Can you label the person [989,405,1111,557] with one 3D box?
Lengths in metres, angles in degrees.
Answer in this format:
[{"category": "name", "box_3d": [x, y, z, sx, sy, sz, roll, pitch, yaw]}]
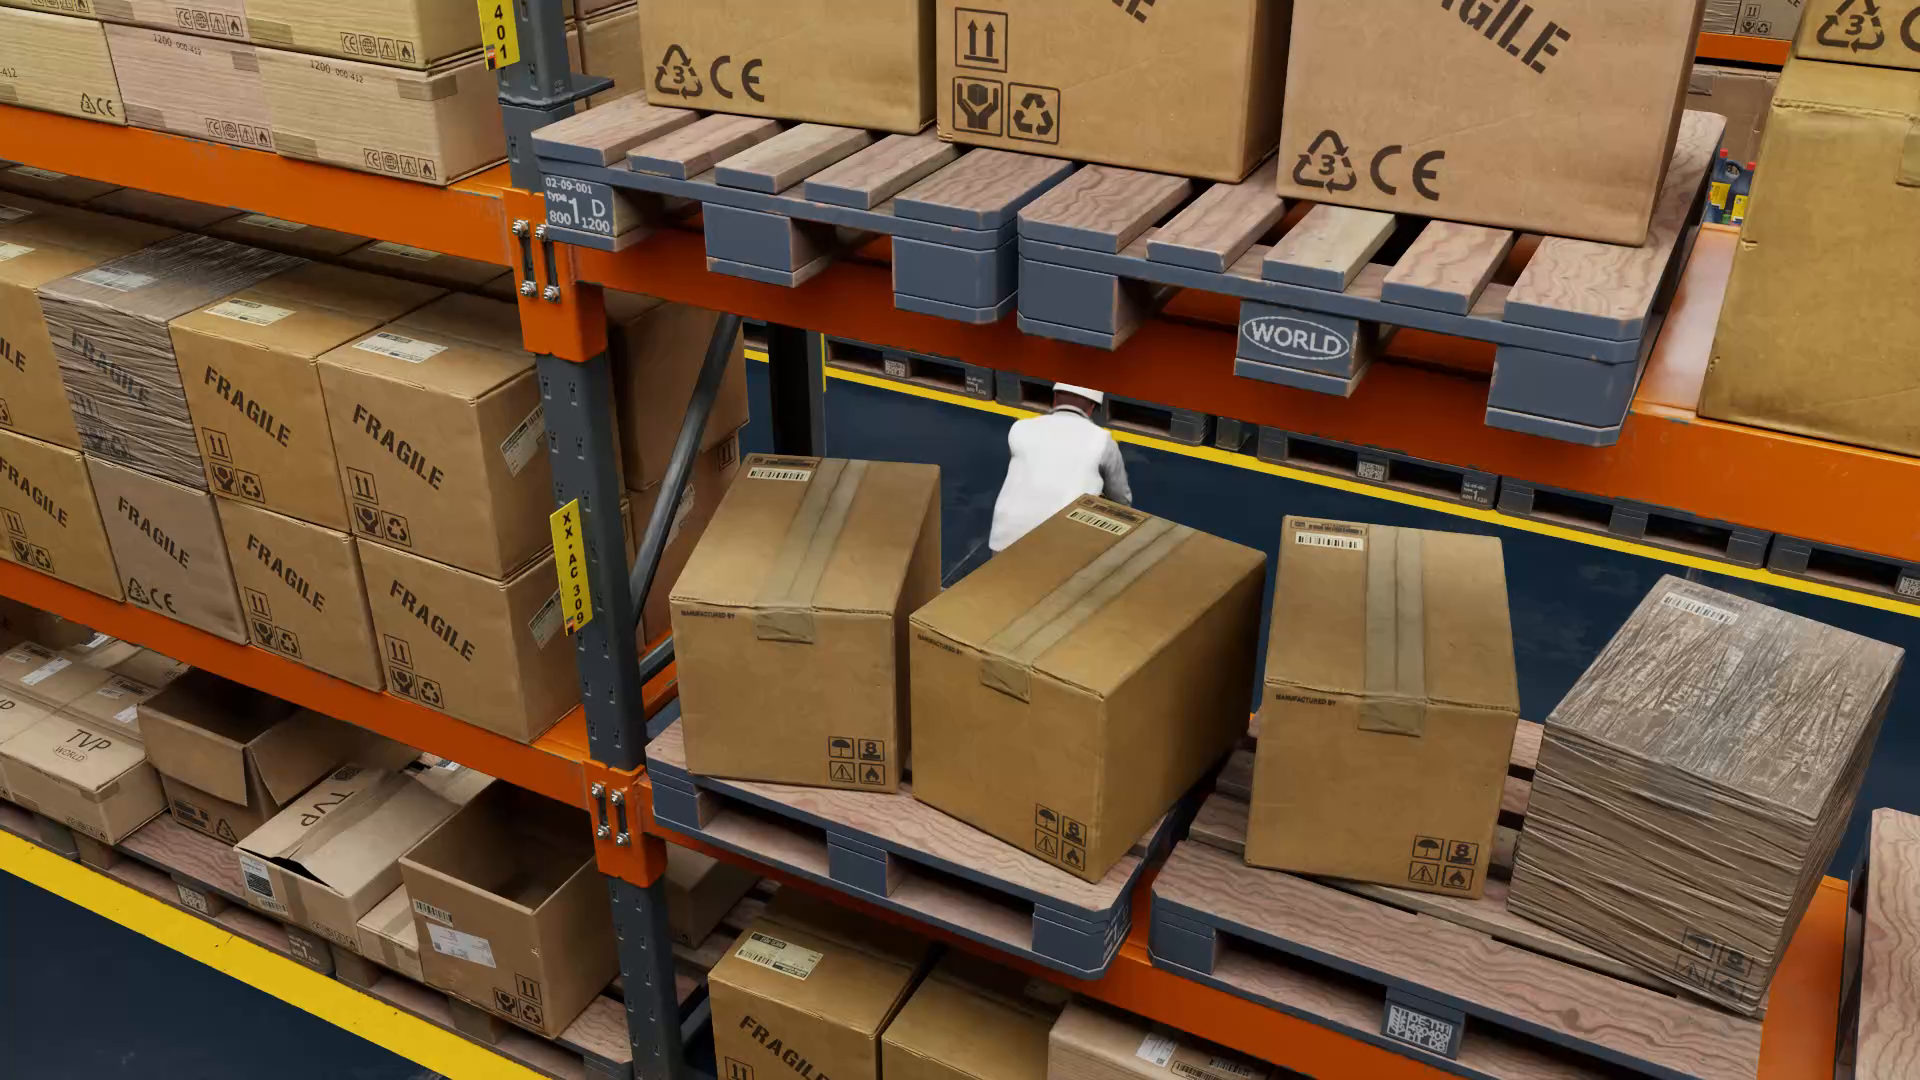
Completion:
[{"category": "person", "box_3d": [0.398, -0.092, 7.120, 0.513, 0.841, 0.654, 14, 33, 23]}]
